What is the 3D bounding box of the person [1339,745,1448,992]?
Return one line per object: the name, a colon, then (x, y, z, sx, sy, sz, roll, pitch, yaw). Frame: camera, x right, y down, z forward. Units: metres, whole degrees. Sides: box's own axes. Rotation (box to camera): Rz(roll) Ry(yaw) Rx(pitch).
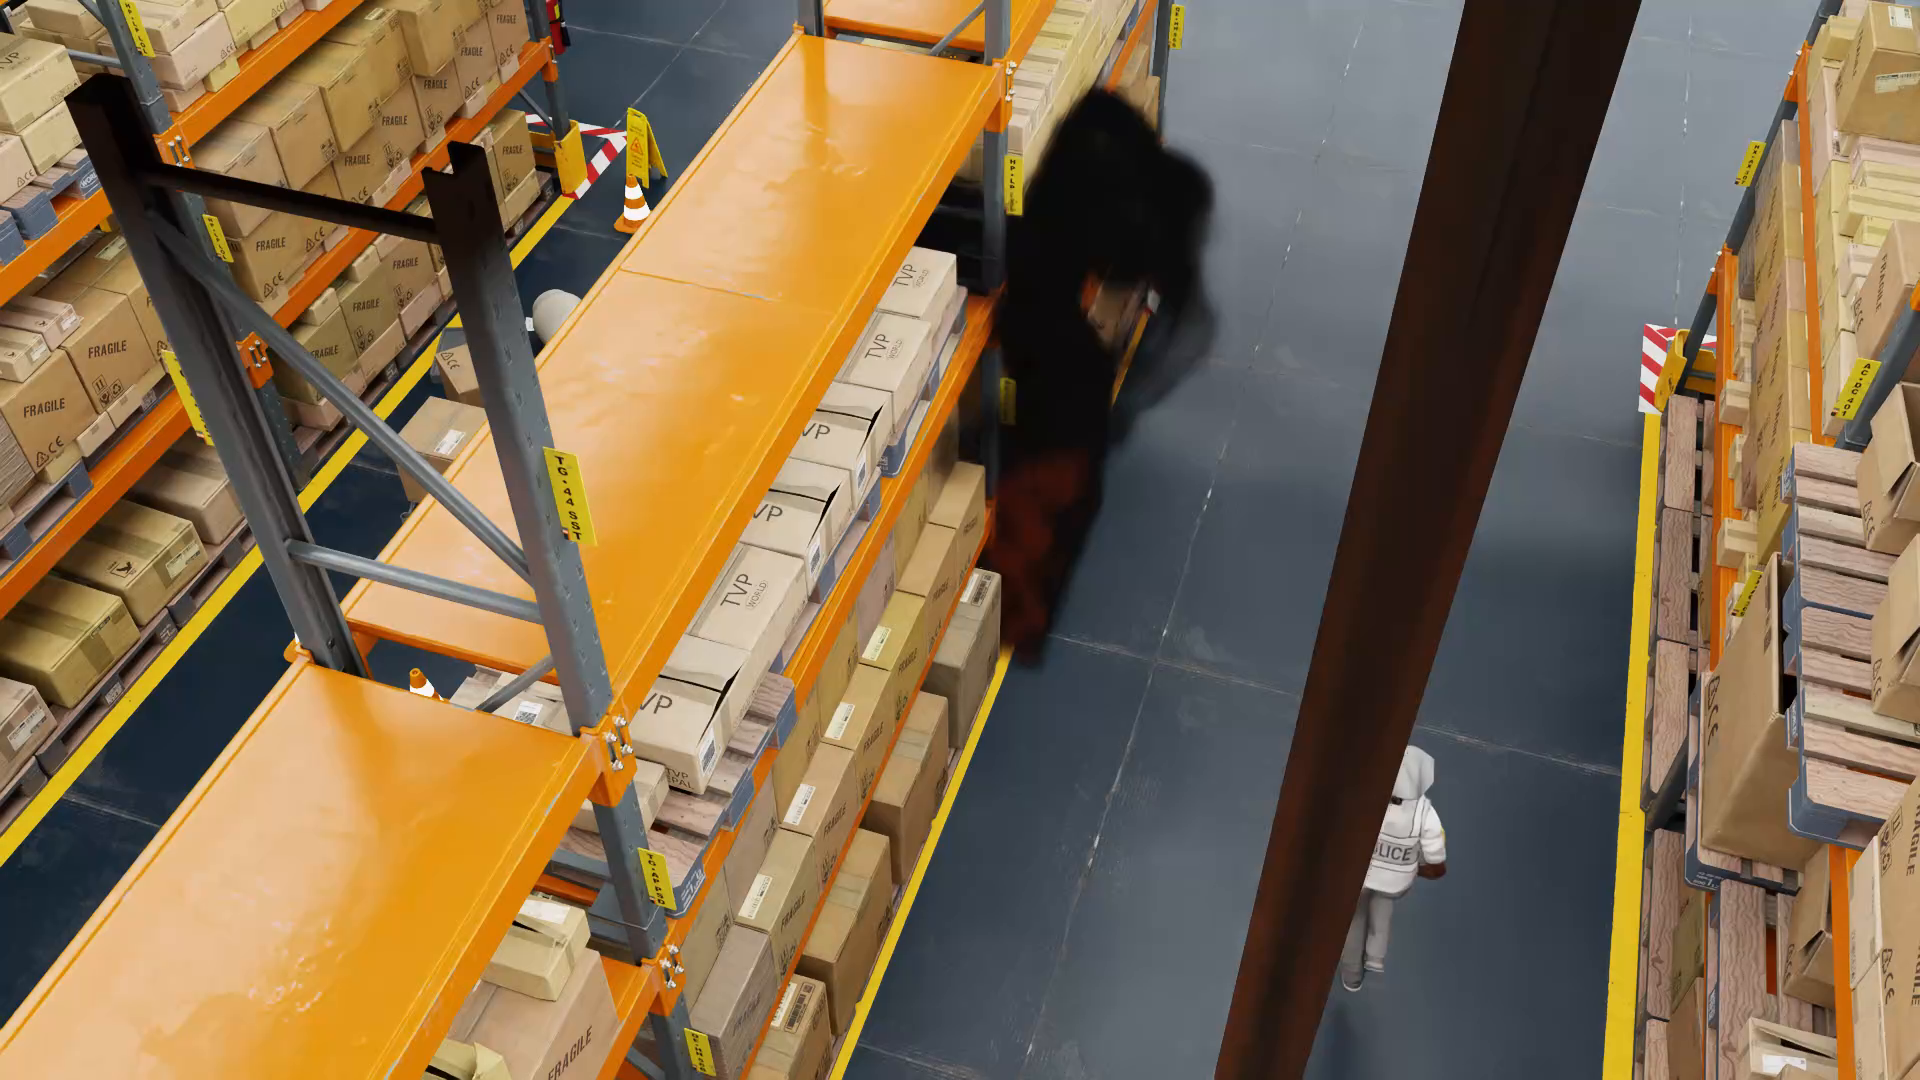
person: (2.028, 1.538, 8.085, 0.561, 1.703, 0.573, 9, 46, 9)
